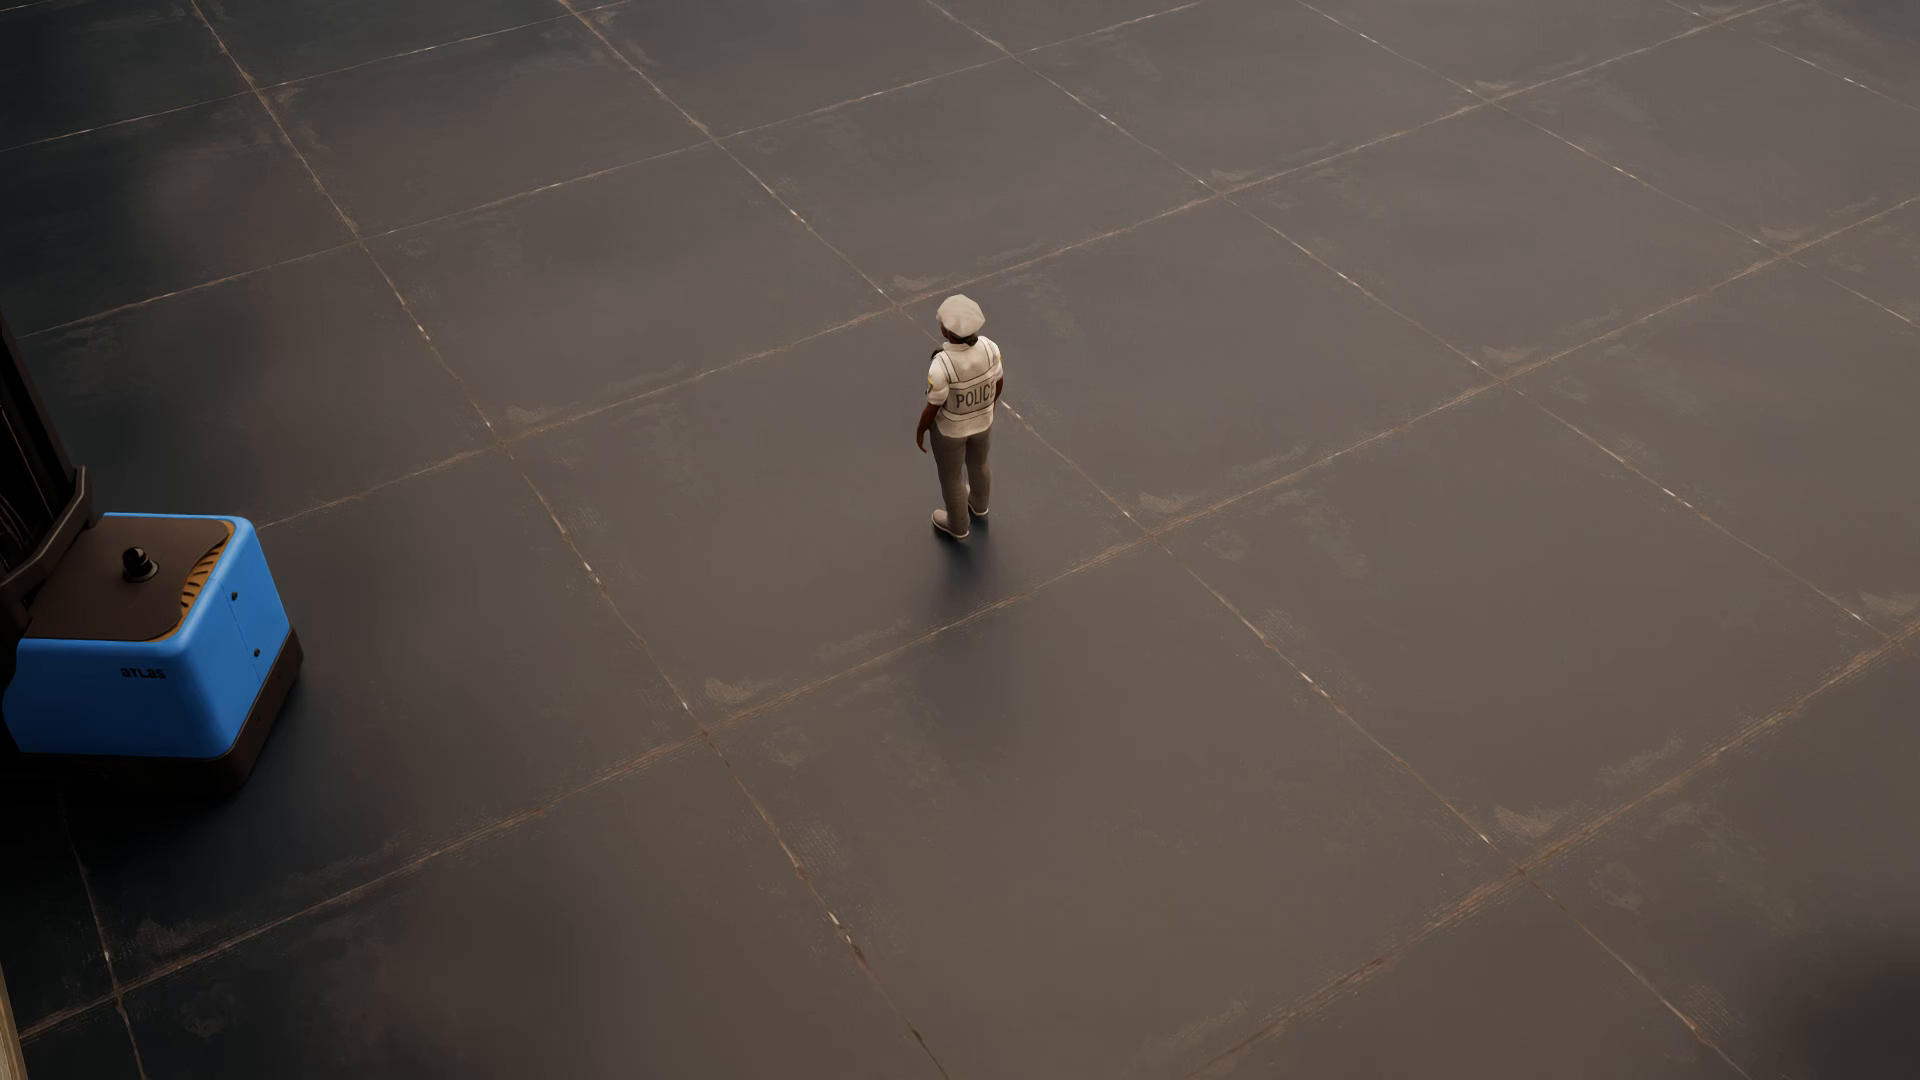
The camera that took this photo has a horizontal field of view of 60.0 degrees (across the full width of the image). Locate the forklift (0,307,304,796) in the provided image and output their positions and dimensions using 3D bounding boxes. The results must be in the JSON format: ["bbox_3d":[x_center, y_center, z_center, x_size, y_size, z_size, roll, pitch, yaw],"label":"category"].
[{"bbox_3d":[-5.175,-0.145,8.037,3.031,2.935,1.130,2,41,2],"label":"forklift"}]

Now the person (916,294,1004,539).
[{"bbox_3d":[-0.023,-0.722,9.565,0.569,1.695,0.529,-23,46,-24],"label":"person"}]
